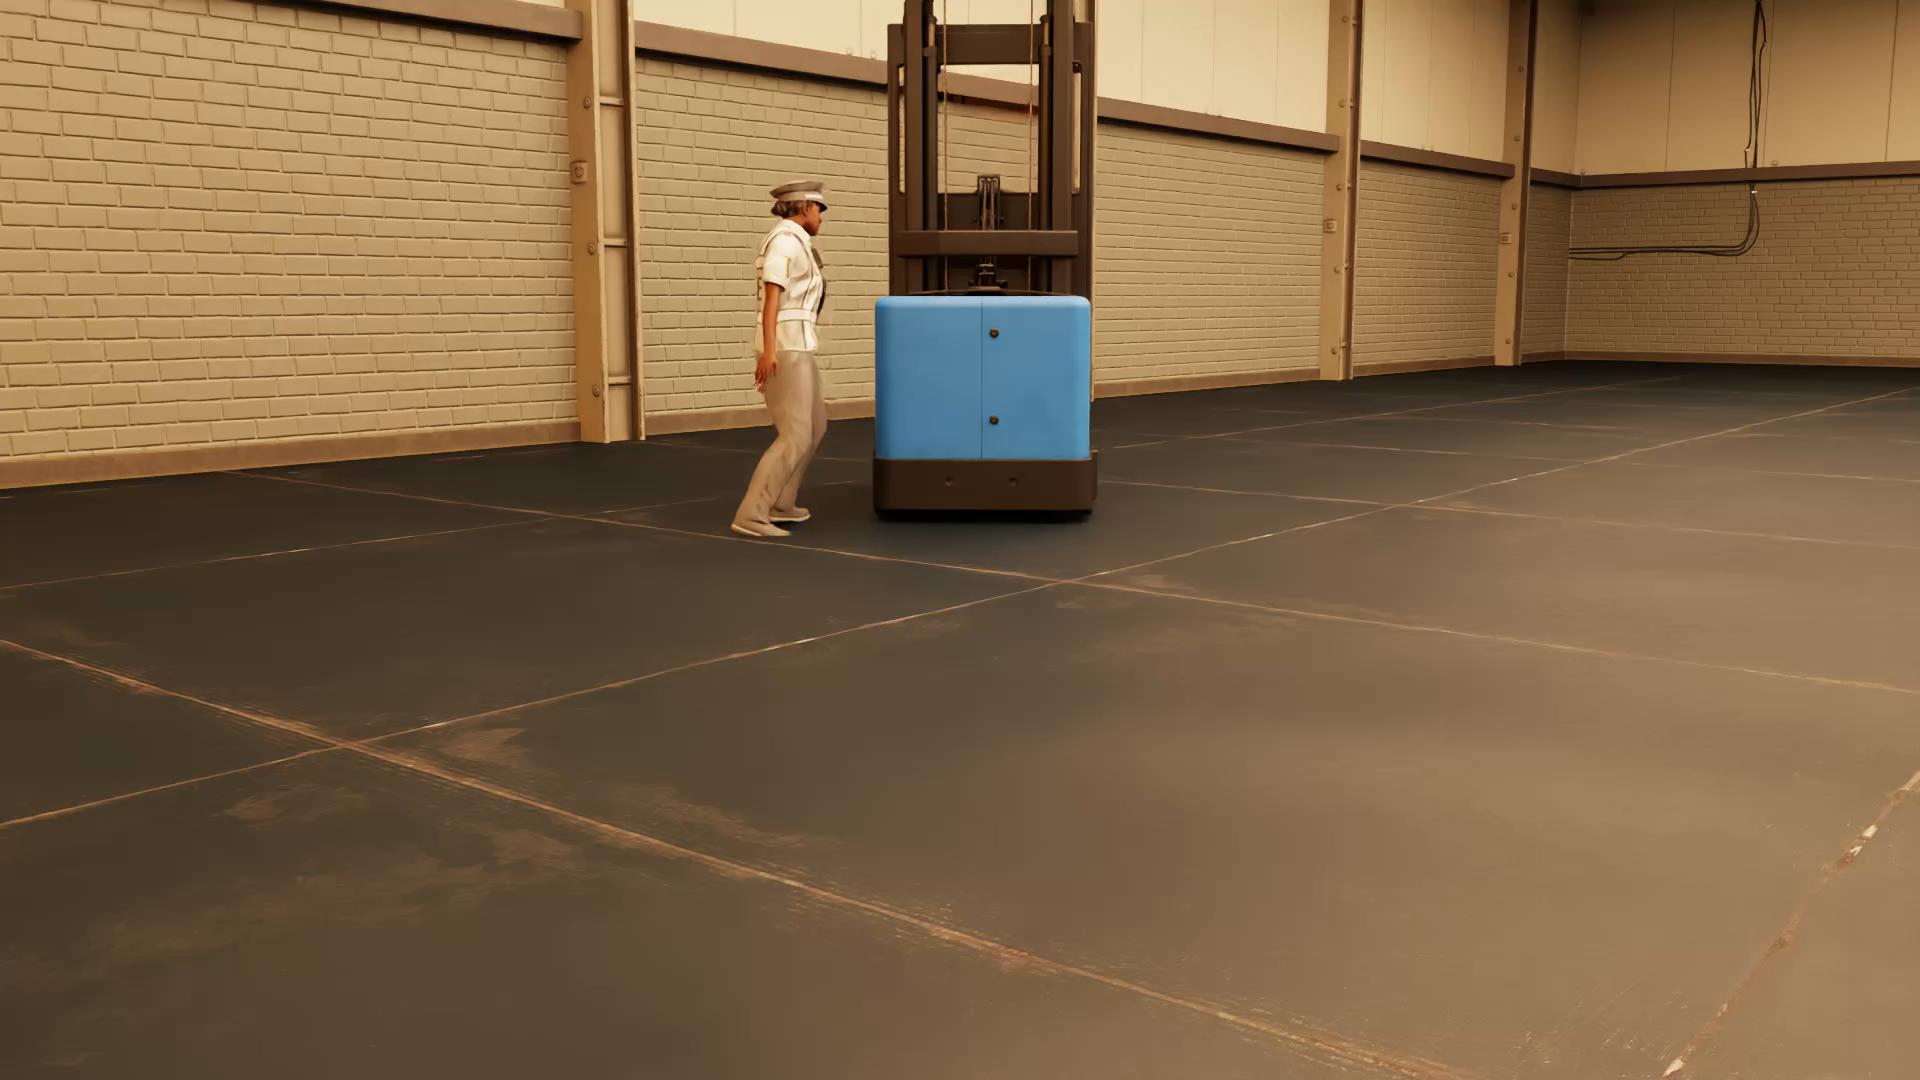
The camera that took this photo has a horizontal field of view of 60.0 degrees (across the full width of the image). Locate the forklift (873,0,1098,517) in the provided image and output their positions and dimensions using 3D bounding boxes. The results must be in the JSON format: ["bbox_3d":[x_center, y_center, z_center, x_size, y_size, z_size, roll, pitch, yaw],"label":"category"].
[{"bbox_3d":[0.171,-1.740,9.171,1.130,2.935,3.031,0,8,3],"label":"forklift"}]

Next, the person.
[{"bbox_3d":[-0.825,-0.818,7.616,0.444,1.642,0.814,0,8,-2],"label":"person"}]
